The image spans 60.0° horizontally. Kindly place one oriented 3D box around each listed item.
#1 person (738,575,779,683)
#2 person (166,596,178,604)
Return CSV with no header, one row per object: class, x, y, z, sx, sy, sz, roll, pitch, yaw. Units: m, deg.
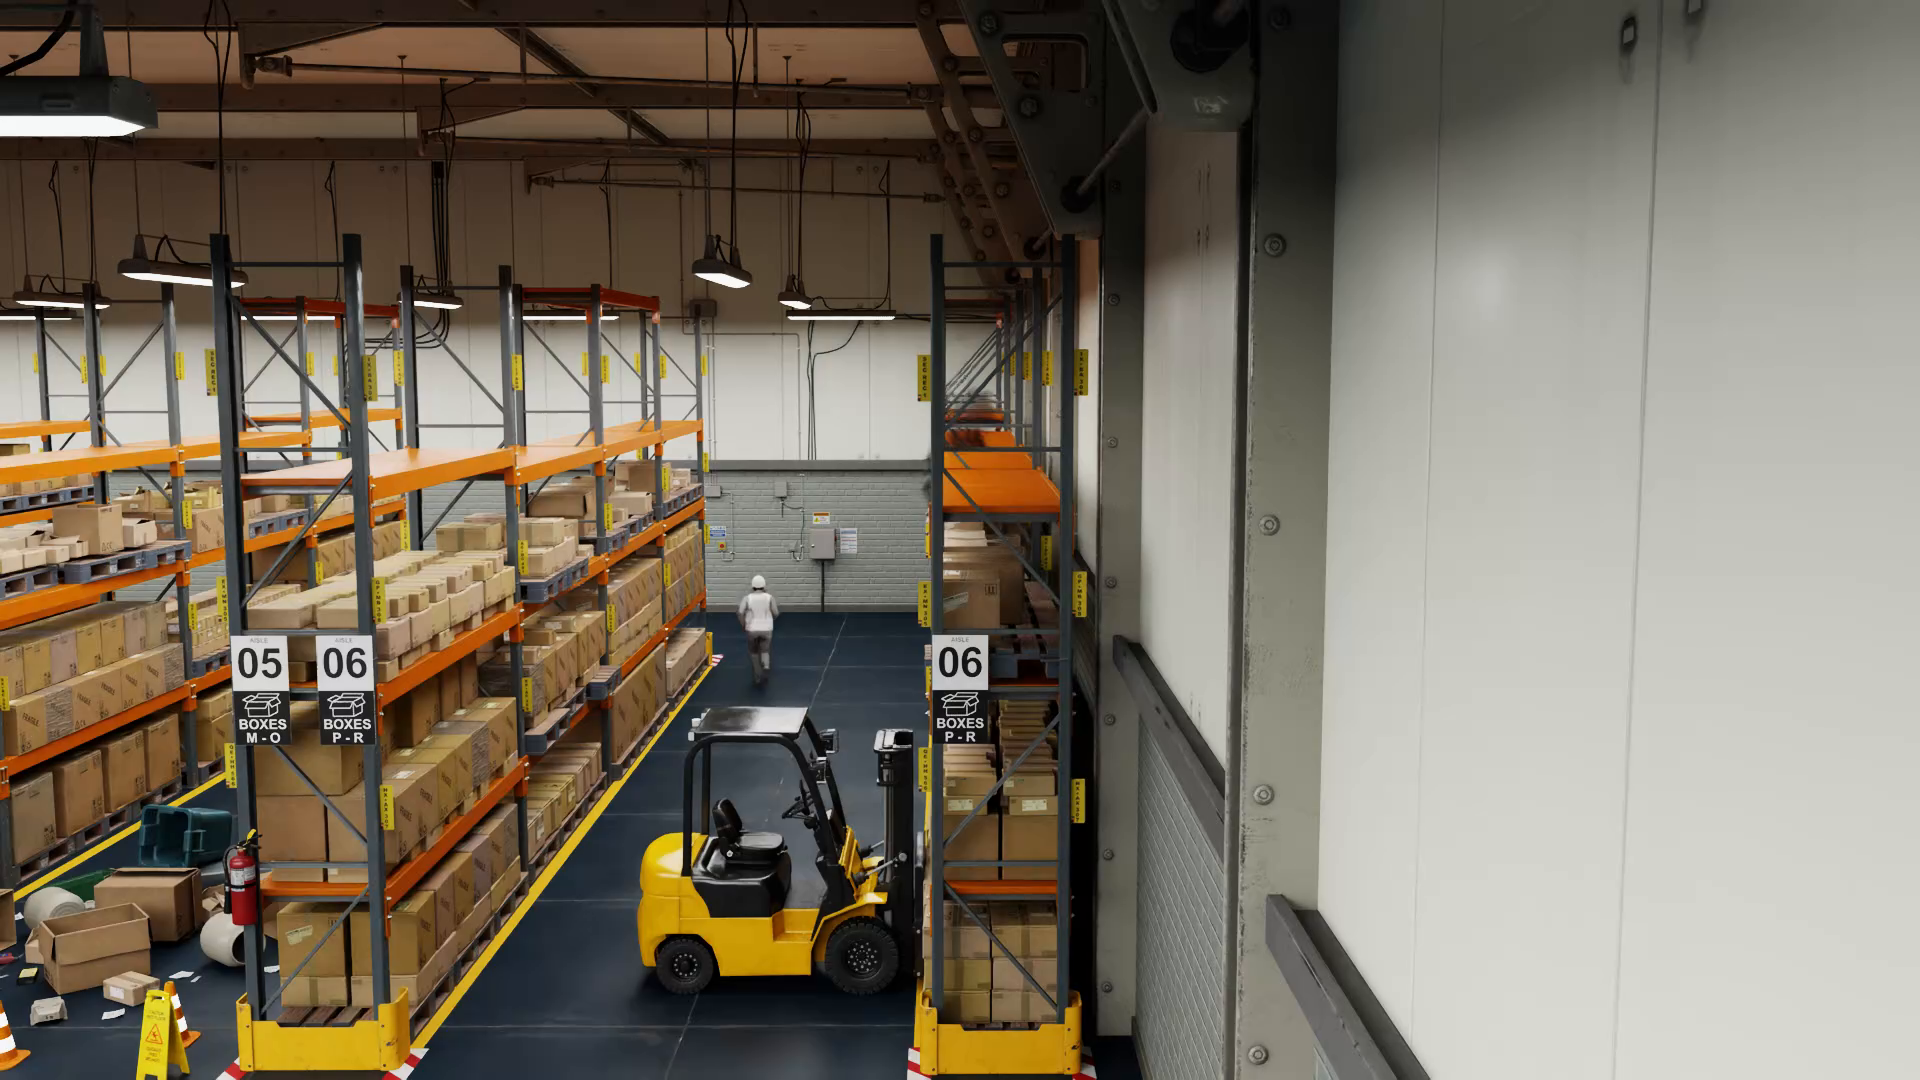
person,-3.158,1.427,26.081,0.652,1.743,0.813,-1,6,-9
person,-11.475,1.641,24.333,0.622,1.687,0.757,-1,6,-7
